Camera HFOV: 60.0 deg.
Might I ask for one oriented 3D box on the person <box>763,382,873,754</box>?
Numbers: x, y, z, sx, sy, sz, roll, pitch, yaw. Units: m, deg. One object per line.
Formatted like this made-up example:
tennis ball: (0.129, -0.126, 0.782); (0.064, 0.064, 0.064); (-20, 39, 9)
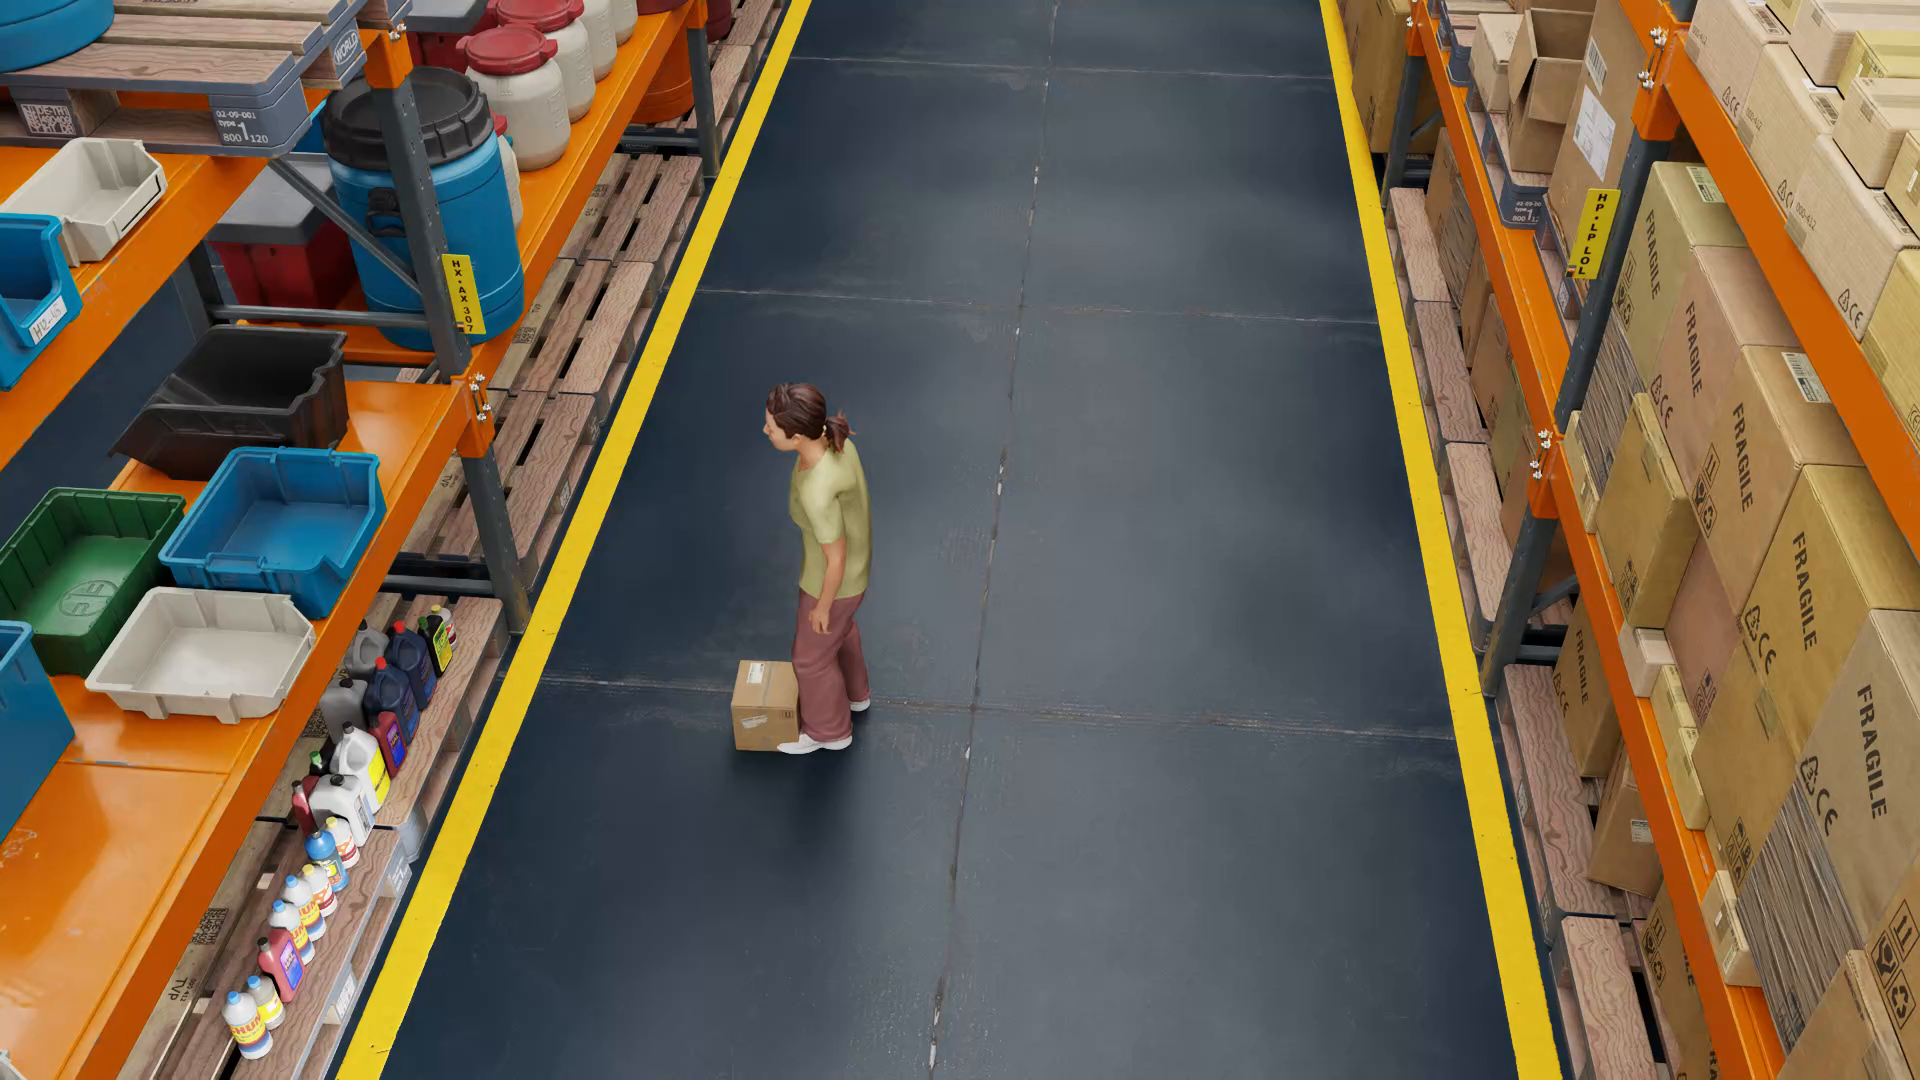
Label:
person: (-0.520, 0.115, 6.022); (0.417, 1.671, 0.519); (1, 40, 1)
